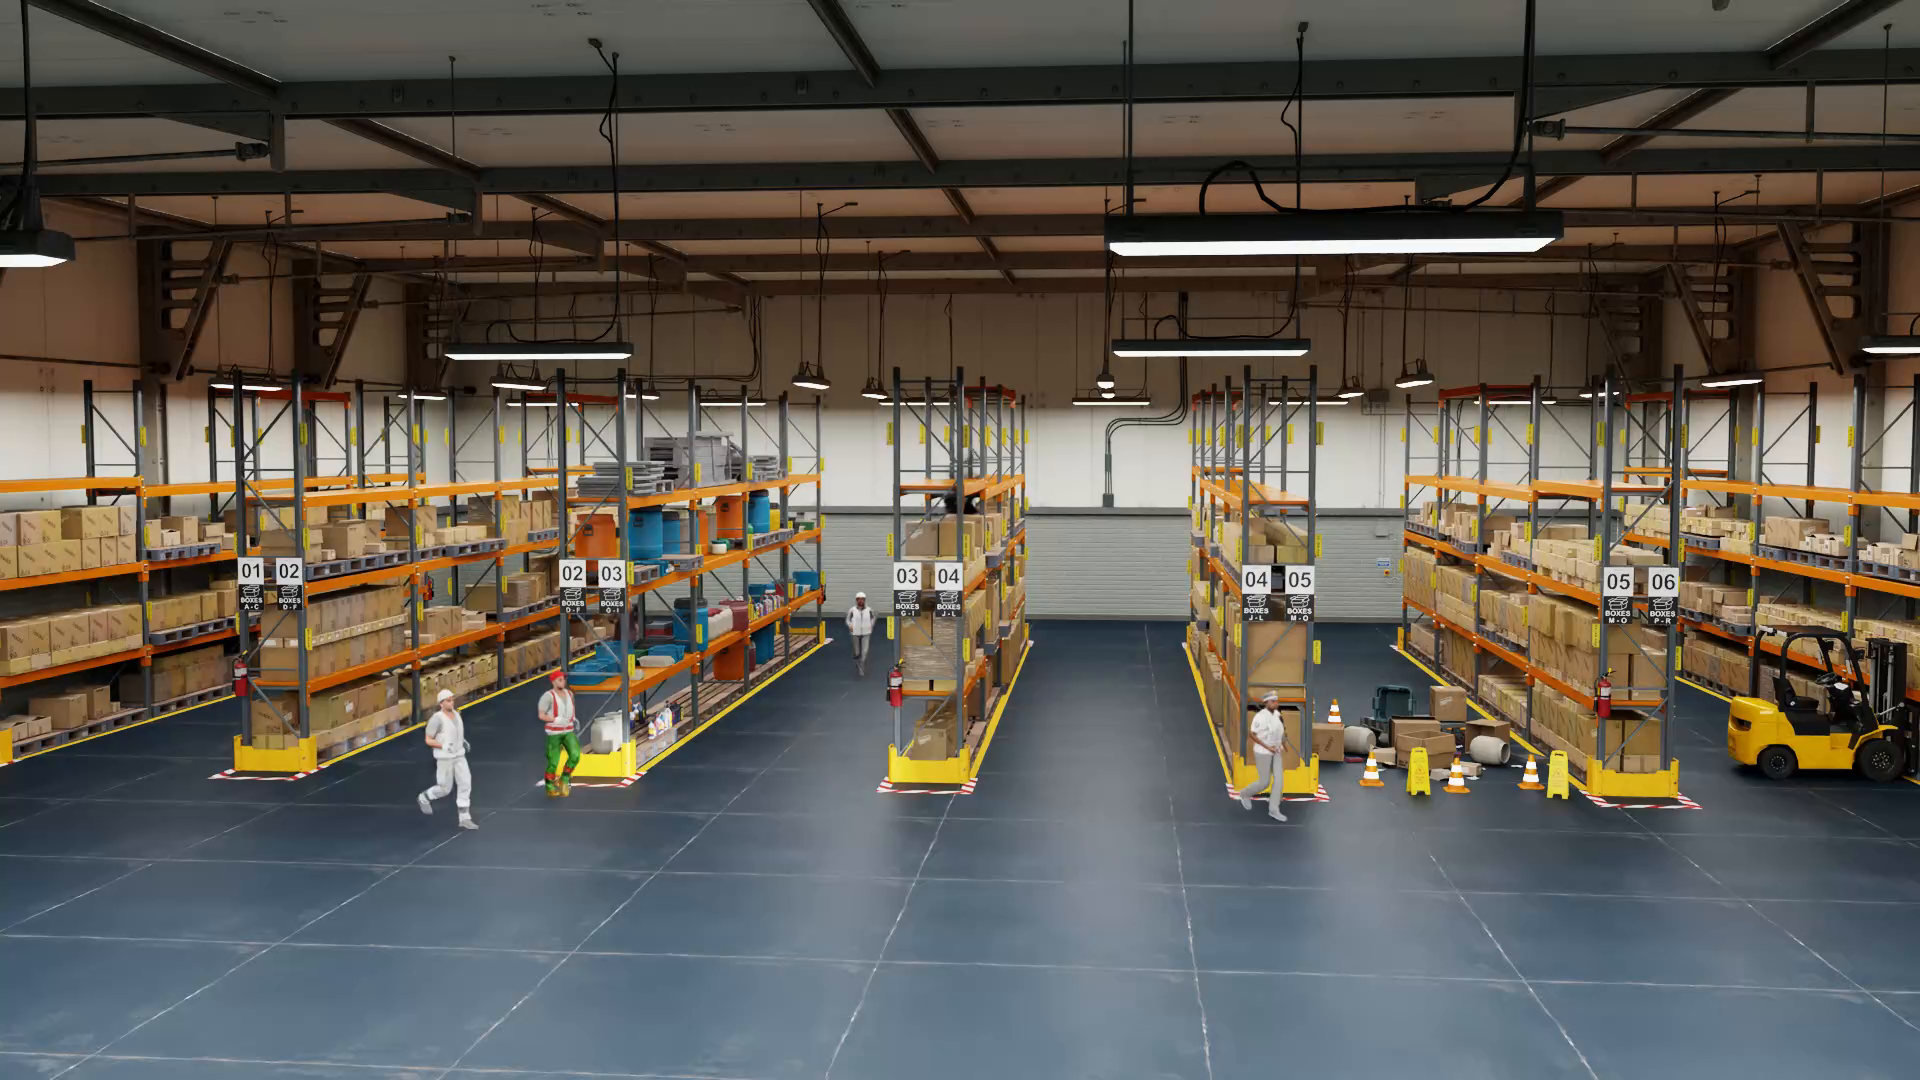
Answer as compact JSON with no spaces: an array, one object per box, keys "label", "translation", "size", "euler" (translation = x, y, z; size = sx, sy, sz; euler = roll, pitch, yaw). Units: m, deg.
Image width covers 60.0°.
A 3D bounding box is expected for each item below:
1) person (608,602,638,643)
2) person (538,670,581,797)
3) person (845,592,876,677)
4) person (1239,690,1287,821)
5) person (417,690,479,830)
[{"label":"person","translation":[-6.955,1.956,34.510],"size":[0.663,1.805,1.001],"euler":[0,4,-4]},{"label":"person","translation":[-5.510,2.677,22.999],"size":[0.678,1.762,0.650],"euler":[-3,5,-42]},{"label":"person","translation":[-2.075,1.967,34.934],"size":[0.659,1.741,0.765],"euler":[-1,4,-10]},{"label":"person","translation":[4.041,2.803,21.925],"size":[0.603,1.685,0.731],"euler":[-3,4,-36]},{"label":"person","translation":[-6.551,2.799,21.310],"size":[0.962,1.775,0.667],"euler":[2,4,30]}]
